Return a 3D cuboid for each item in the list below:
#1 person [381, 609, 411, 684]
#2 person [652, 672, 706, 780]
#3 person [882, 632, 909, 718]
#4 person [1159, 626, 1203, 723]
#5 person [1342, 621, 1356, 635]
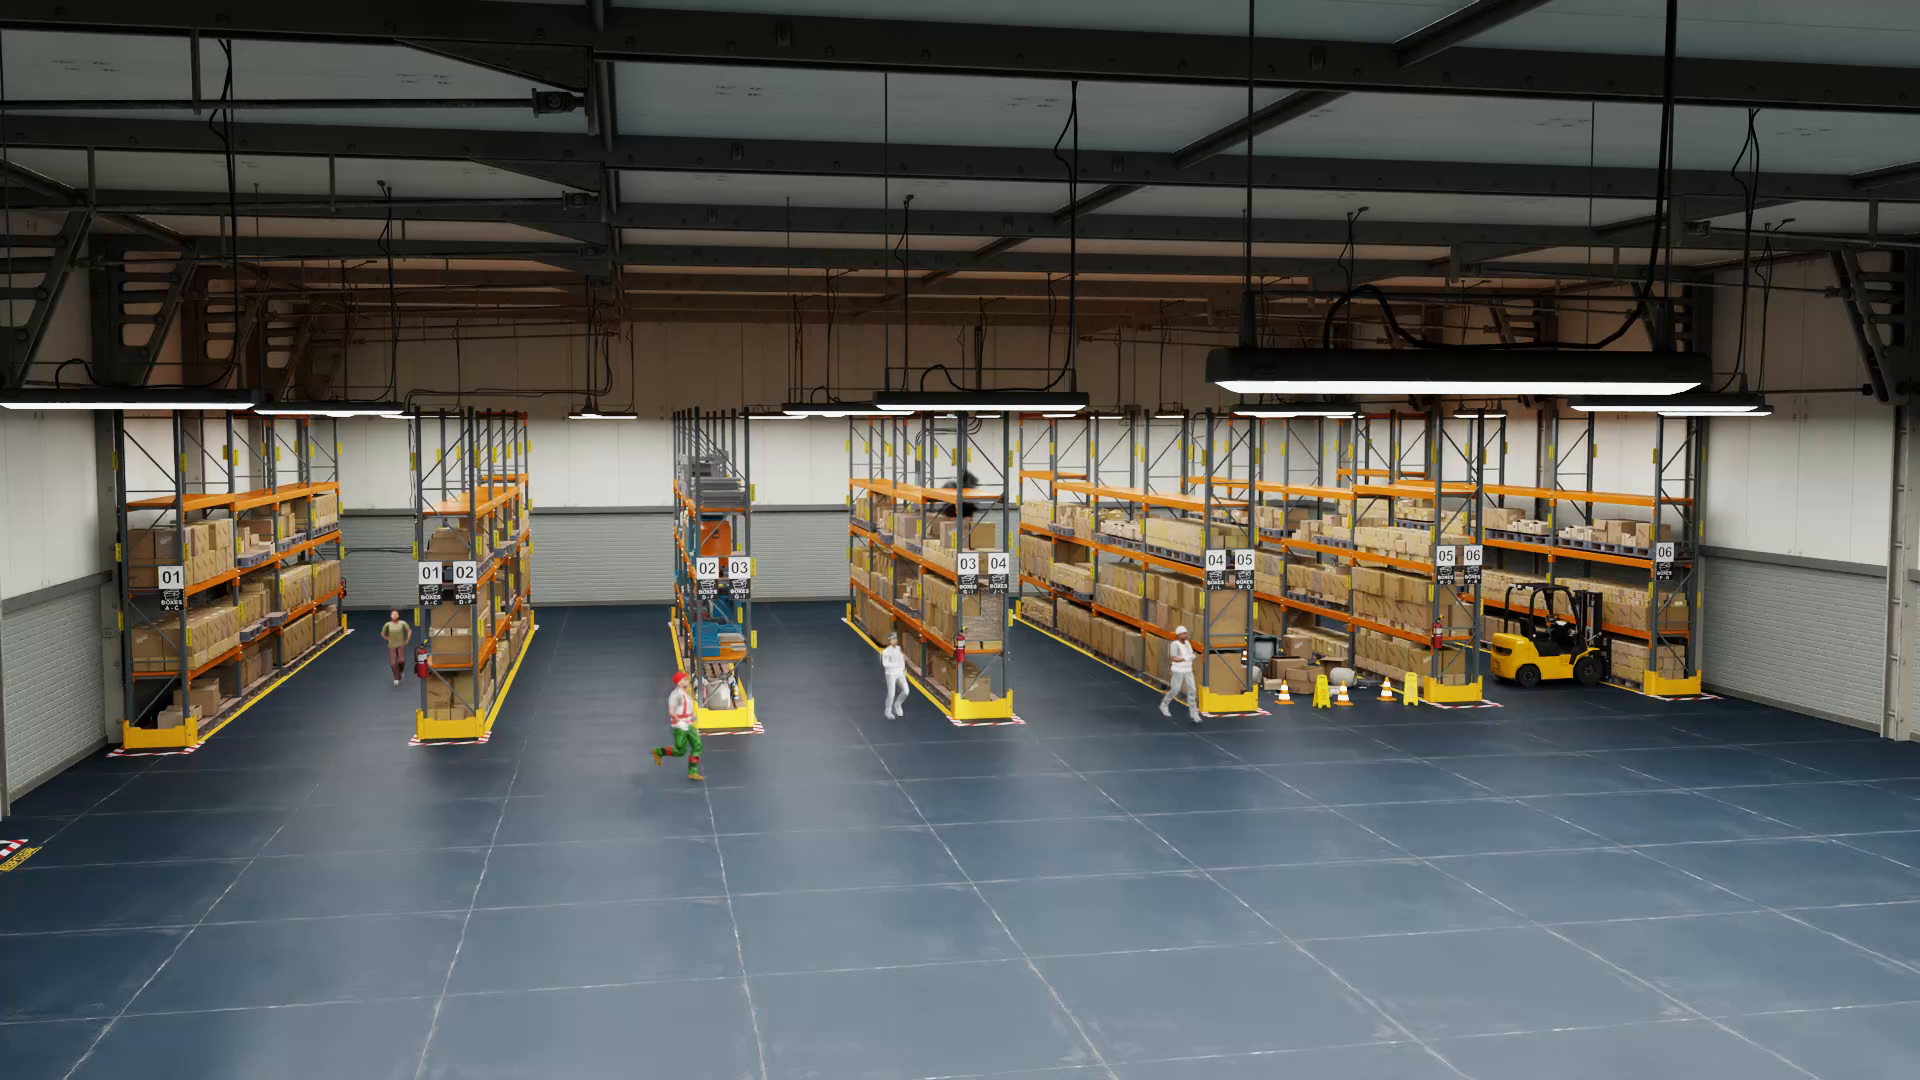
[{"bbox_3d":[-12.281,2.328,36.224,0.639,1.629,0.523,-1,4,-18],"label":"person"},{"bbox_3d":[-4.493,2.975,26.640,0.868,1.740,0.650,1,4,15],"label":"person"},{"bbox_3d":[-1.214,2.596,31.954,0.616,1.678,0.612,-3,5,-36],"label":"person"},{"bbox_3d":[4.240,2.551,31.855,0.681,1.821,0.916,-4,6,-44],"label":"person"},{"bbox_3d":[10.102,1.820,42.744,0.644,1.726,0.580,-1,4,-14],"label":"person"}]
